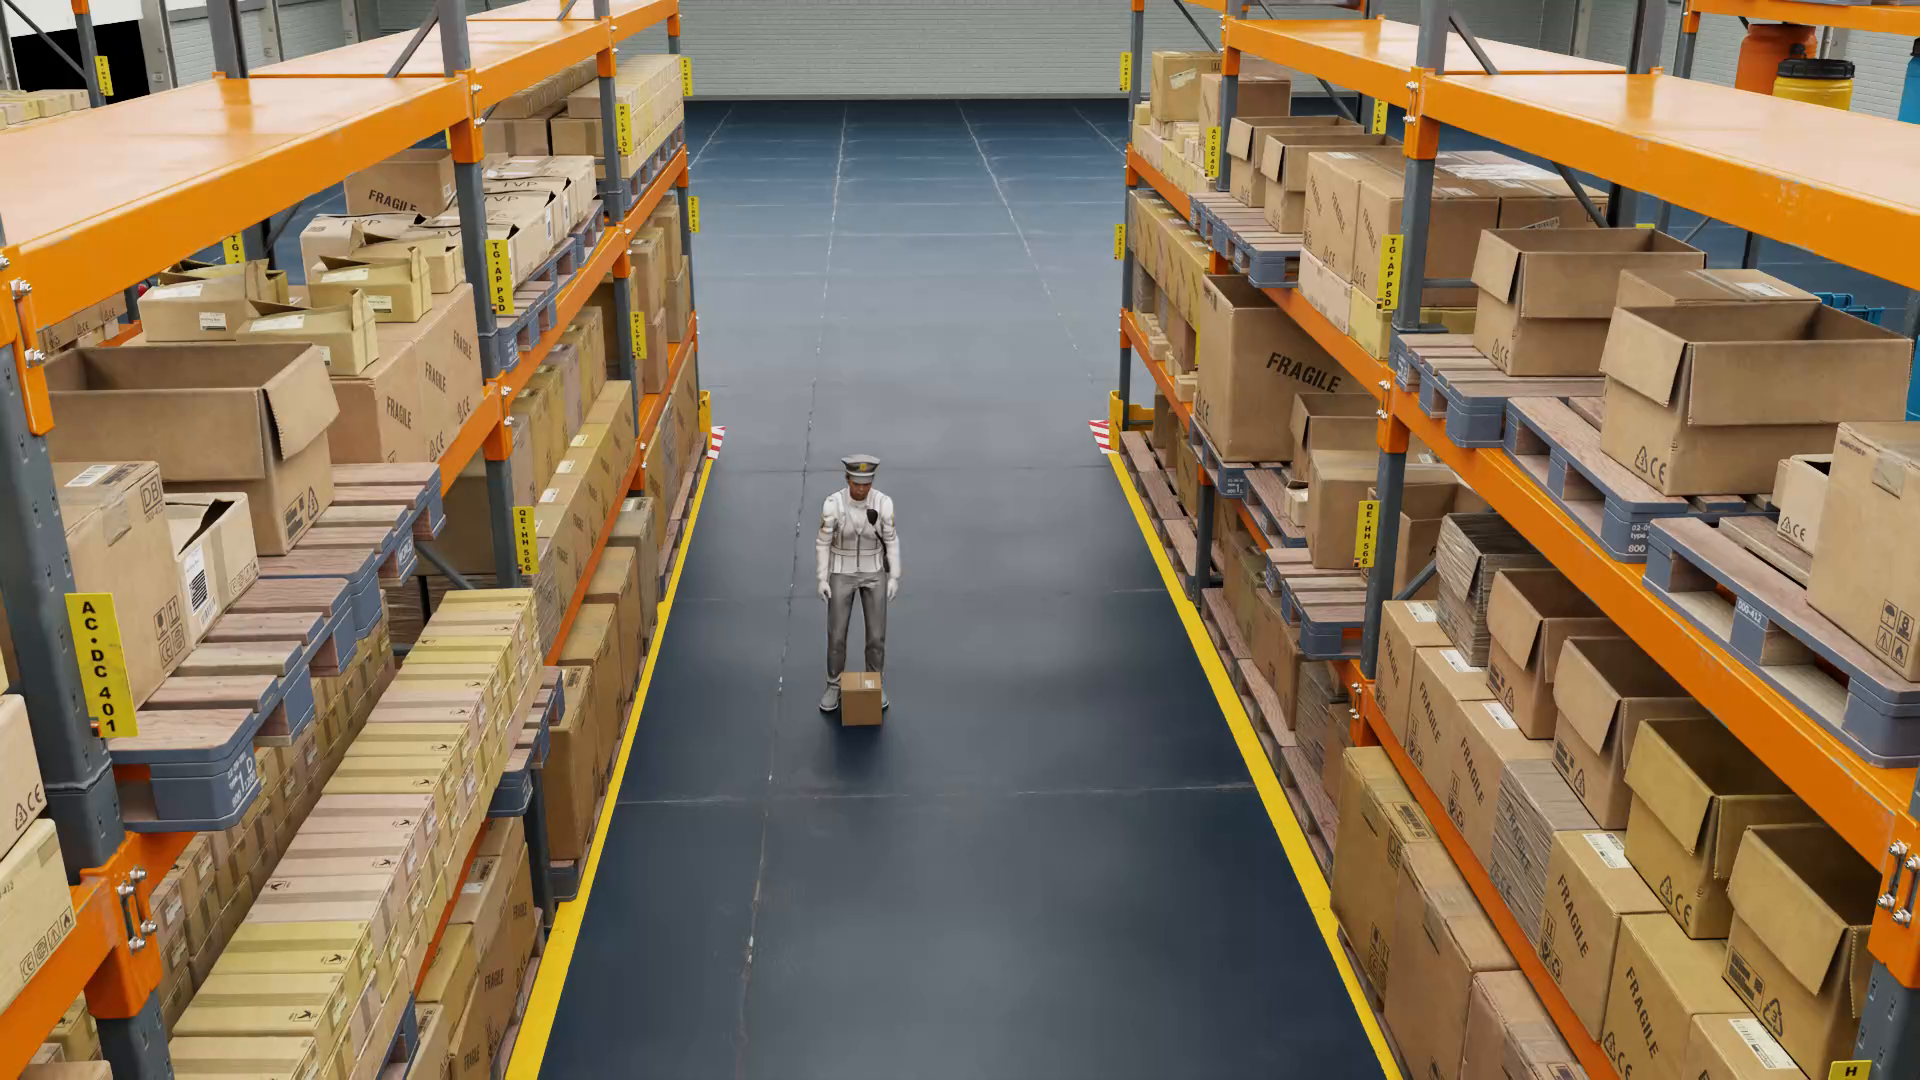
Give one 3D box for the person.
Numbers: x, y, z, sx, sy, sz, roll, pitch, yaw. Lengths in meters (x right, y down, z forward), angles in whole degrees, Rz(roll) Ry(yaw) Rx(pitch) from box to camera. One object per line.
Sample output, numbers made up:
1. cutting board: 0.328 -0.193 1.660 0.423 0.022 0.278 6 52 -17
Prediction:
1. person: -0.636 0.250 10.407 0.539 1.662 0.374 -2 21 -6
